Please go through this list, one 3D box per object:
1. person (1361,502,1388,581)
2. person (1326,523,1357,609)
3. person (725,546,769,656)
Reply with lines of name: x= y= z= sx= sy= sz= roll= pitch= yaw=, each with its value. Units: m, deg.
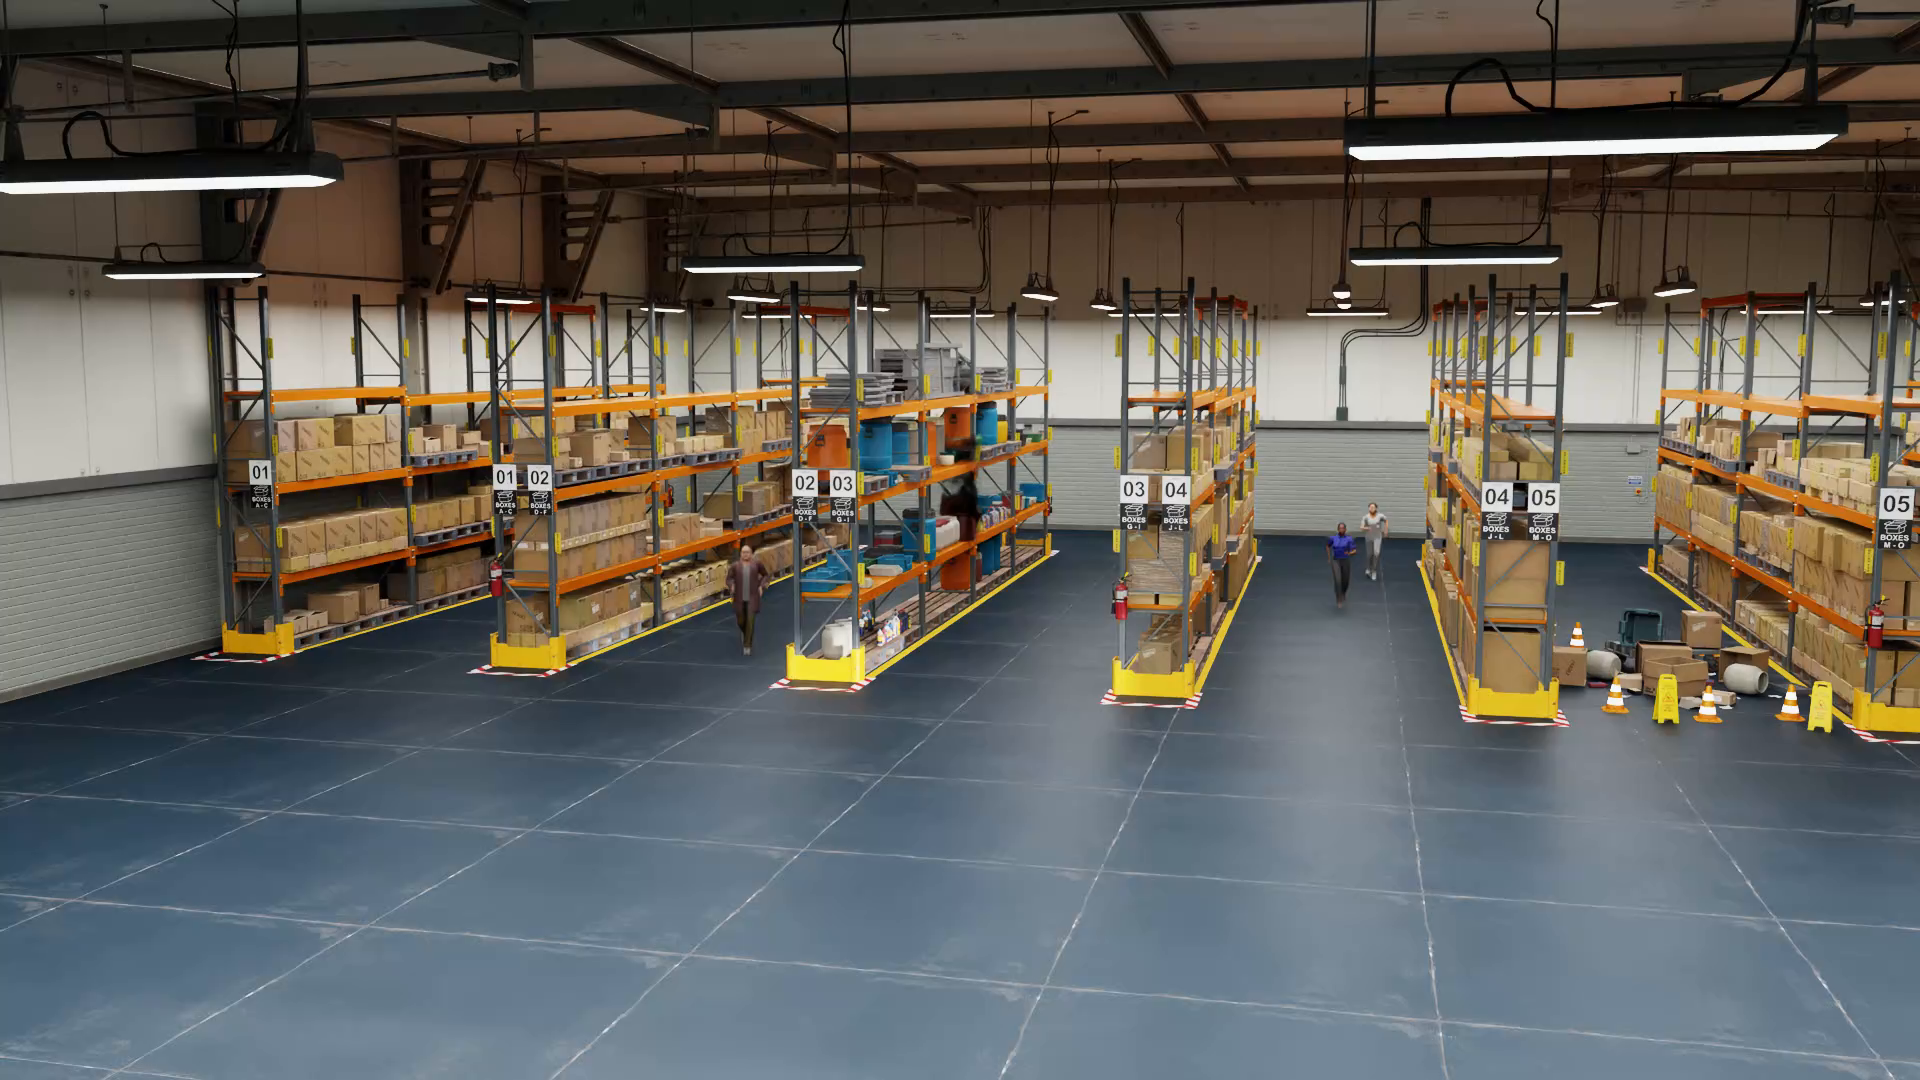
person: x=9.025 y=0.016 z=36.248 sx=0.572 sy=1.699 sz=0.877 roll=2 pitch=7 yaw=17
person: x=7.393 y=0.471 z=32.277 sx=0.578 sy=1.635 sz=0.865 roll=1 pitch=7 yaw=10
person: x=-3.524 y=0.974 z=27.532 sx=0.710 sy=1.764 sz=0.934 roll=0 pitch=7 yaw=-4
